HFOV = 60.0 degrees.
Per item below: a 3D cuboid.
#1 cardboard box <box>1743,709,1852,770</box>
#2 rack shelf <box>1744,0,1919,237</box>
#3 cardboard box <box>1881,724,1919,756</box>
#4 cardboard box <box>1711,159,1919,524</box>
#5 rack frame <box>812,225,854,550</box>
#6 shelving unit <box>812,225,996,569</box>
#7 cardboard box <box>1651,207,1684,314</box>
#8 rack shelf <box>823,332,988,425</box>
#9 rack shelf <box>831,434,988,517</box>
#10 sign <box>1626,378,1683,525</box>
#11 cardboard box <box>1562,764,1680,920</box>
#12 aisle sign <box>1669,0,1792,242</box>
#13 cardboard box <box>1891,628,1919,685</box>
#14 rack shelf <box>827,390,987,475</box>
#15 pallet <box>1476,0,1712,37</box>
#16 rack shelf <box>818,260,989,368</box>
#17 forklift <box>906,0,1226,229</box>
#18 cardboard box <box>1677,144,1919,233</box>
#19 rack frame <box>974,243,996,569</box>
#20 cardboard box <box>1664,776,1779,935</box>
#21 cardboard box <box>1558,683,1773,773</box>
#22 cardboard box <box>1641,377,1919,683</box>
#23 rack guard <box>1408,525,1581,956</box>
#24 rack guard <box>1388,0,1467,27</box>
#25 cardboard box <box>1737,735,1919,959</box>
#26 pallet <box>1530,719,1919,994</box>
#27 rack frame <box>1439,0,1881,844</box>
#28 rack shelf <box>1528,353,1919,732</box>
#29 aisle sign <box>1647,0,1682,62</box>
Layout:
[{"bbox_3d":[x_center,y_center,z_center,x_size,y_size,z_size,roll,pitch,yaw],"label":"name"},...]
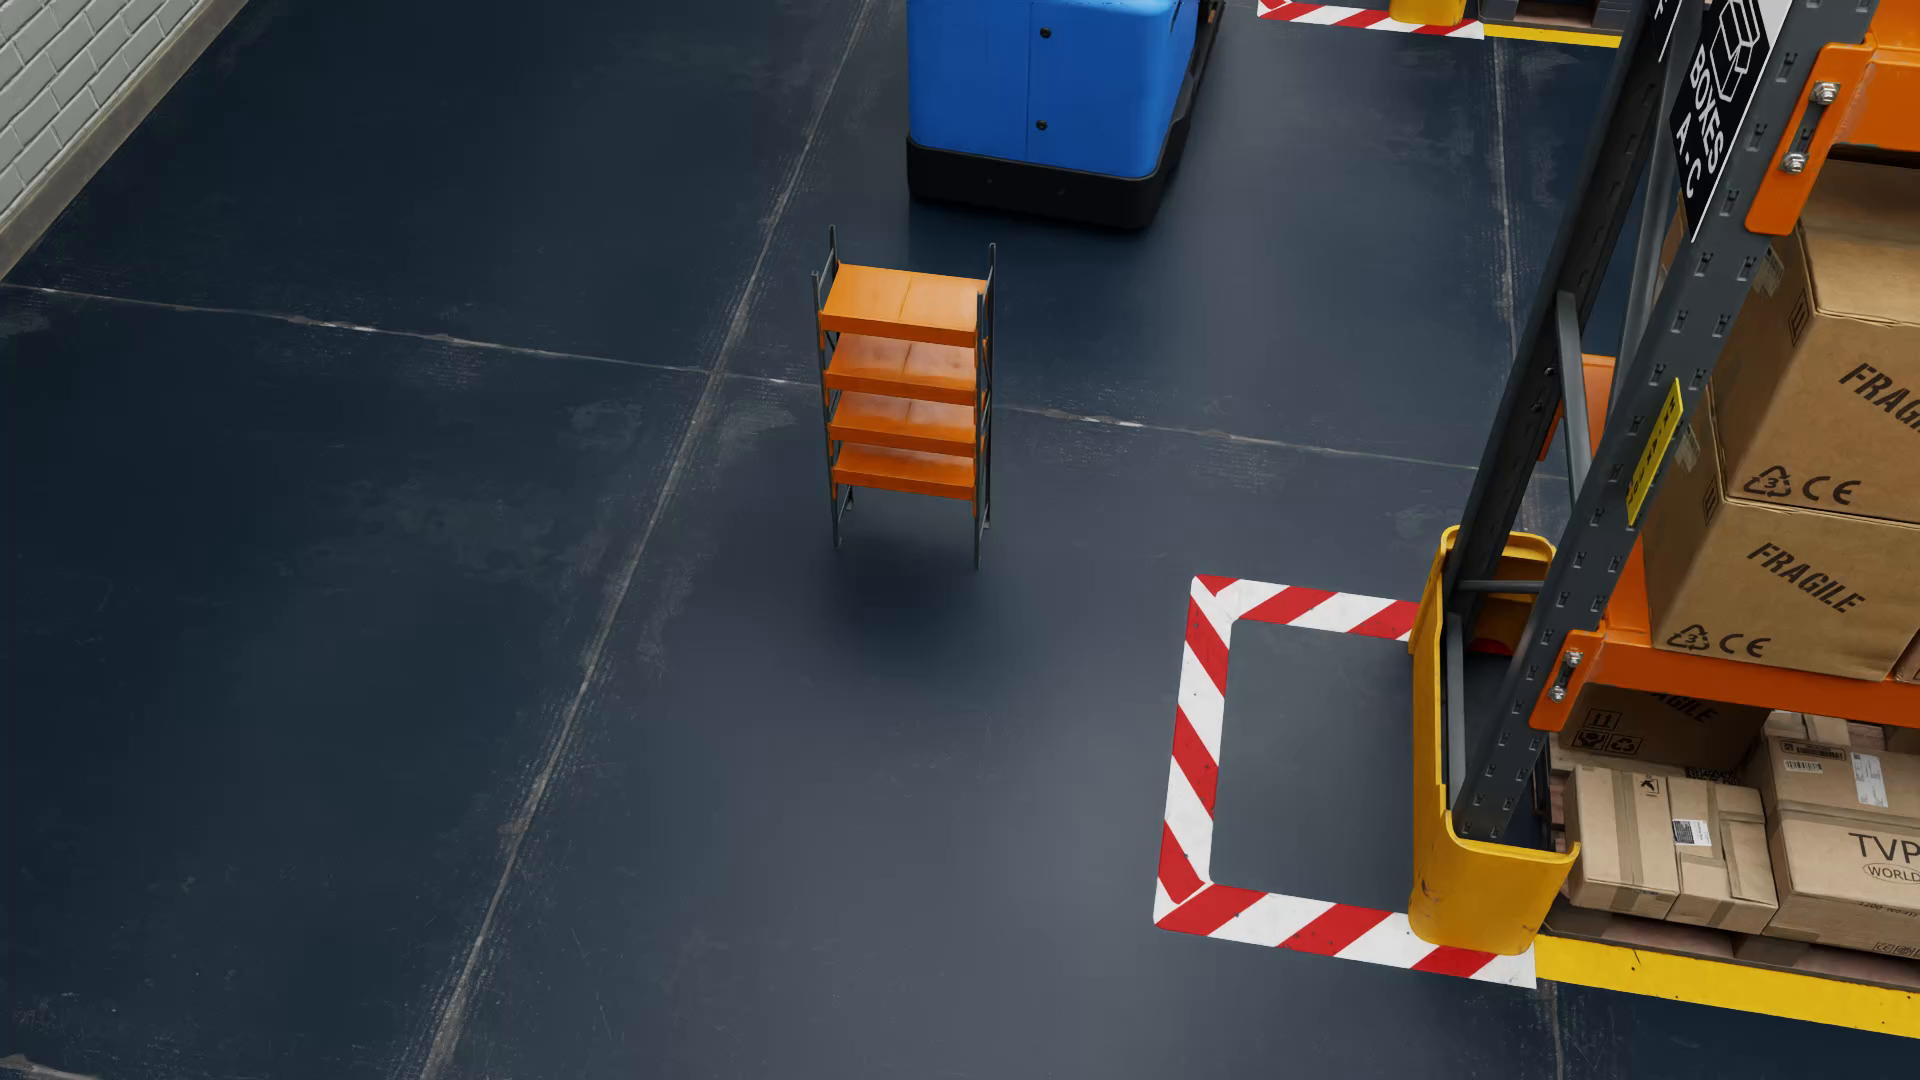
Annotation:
[{"bbox_3d":[2.436,0.530,4.866,0.250,0.166,0.380,8,49,7],"label":"cardboard box"},{"bbox_3d":[3.442,-0.779,2.900,4.000,0.370,1.077,8,49,7],"label":"rack shelf"},{"bbox_3d":[2.983,0.530,4.810,0.500,0.250,0.500,8,49,7],"label":"cardboard box"},{"bbox_3d":[1.864,-0.397,3.351,0.500,0.500,0.500,9,49,8],"label":"cardboard box"},{"bbox_3d":[-0.403,-0.455,5.352,0.015,1.200,0.240,8,49,7],"label":"rack frame"},{"bbox_3d":[-0.163,-0.423,5.323,0.503,1.200,0.258,8,49,7],"label":"shelving unit"},{"bbox_3d":[1.963,-0.454,4.075,0.500,0.500,0.500,9,49,8],"label":"cardboard box"},{"bbox_3d":[-0.163,-0.527,5.207,0.480,0.148,0.258,8,49,7],"label":"rack shelf"},{"bbox_3d":[-0.163,-0.245,5.521,0.480,0.148,0.258,8,49,7],"label":"rack shelf"},{"bbox_3d":[1.378,-0.173,3.307,0.005,0.325,0.100,8,49,7],"label":"sign"},{"bbox_3d":[1.825,0.832,4.607,0.250,0.149,0.380,8,49,7],"label":"cardboard box"},{"bbox_3d":[1.355,-0.944,2.834,0.004,0.787,0.394,8,49,7],"label":"aisle sign"},{"bbox_3d":[2.373,0.002,3.665,0.500,0.500,0.500,7,48,6],"label":"cardboard box"},{"bbox_3d":[-0.163,-0.378,5.373,0.480,0.148,0.258,8,49,7],"label":"rack shelf"},{"bbox_3d":[3.164,-2.837,8.157,1.213,0.211,1.003,8,49,7],"label":"pallet"},{"bbox_3d":[-0.163,-0.686,5.031,0.480,0.148,0.258,8,49,7],"label":"rack shelf"},{"bbox_3d":[0.649,-3.373,6.811,1.130,2.935,3.031,11,49,10],"label":"forklift"},{"bbox_3d":[1.961,-0.791,3.705,0.500,0.500,0.500,7,48,6],"label":"cardboard box"},{"bbox_3d":[0.077,-0.391,5.294,0.015,1.200,0.240,8,49,7],"label":"rack frame"},{"bbox_3d":[2.071,0.859,4.571,0.250,0.166,0.380,8,49,7],"label":"cardboard box"},{"bbox_3d":[2.053,0.299,4.849,0.500,0.500,0.500,8,49,7],"label":"cardboard box"},{"bbox_3d":[1.864,-0.063,3.723,0.500,0.500,0.500,9,49,8],"label":"cardboard box"},{"bbox_3d":[1.549,0.564,4.907,0.348,0.500,1.175,8,49,7],"label":"rack guard"},{"bbox_3d":[2.333,-3.064,8.167,0.348,0.500,1.175,8,49,7],"label":"rack guard"},{"bbox_3d":[2.451,0.837,4.534,0.500,0.250,0.500,8,49,7],"label":"cardboard box"},{"bbox_3d":[2.334,0.766,4.920,1.213,0.211,1.003,8,49,7],"label":"pallet"},{"bbox_3d":[1.474,-0.281,3.986,0.127,3.000,1.000,8,49,7],"label":"rack frame"},{"bbox_3d":[3.442,0.224,4.016,4.000,0.370,1.077,8,49,7],"label":"rack shelf"},{"bbox_3d":[1.462,-1.383,3.229,0.004,0.787,0.394,8,49,7],"label":"aisle sign"}]
